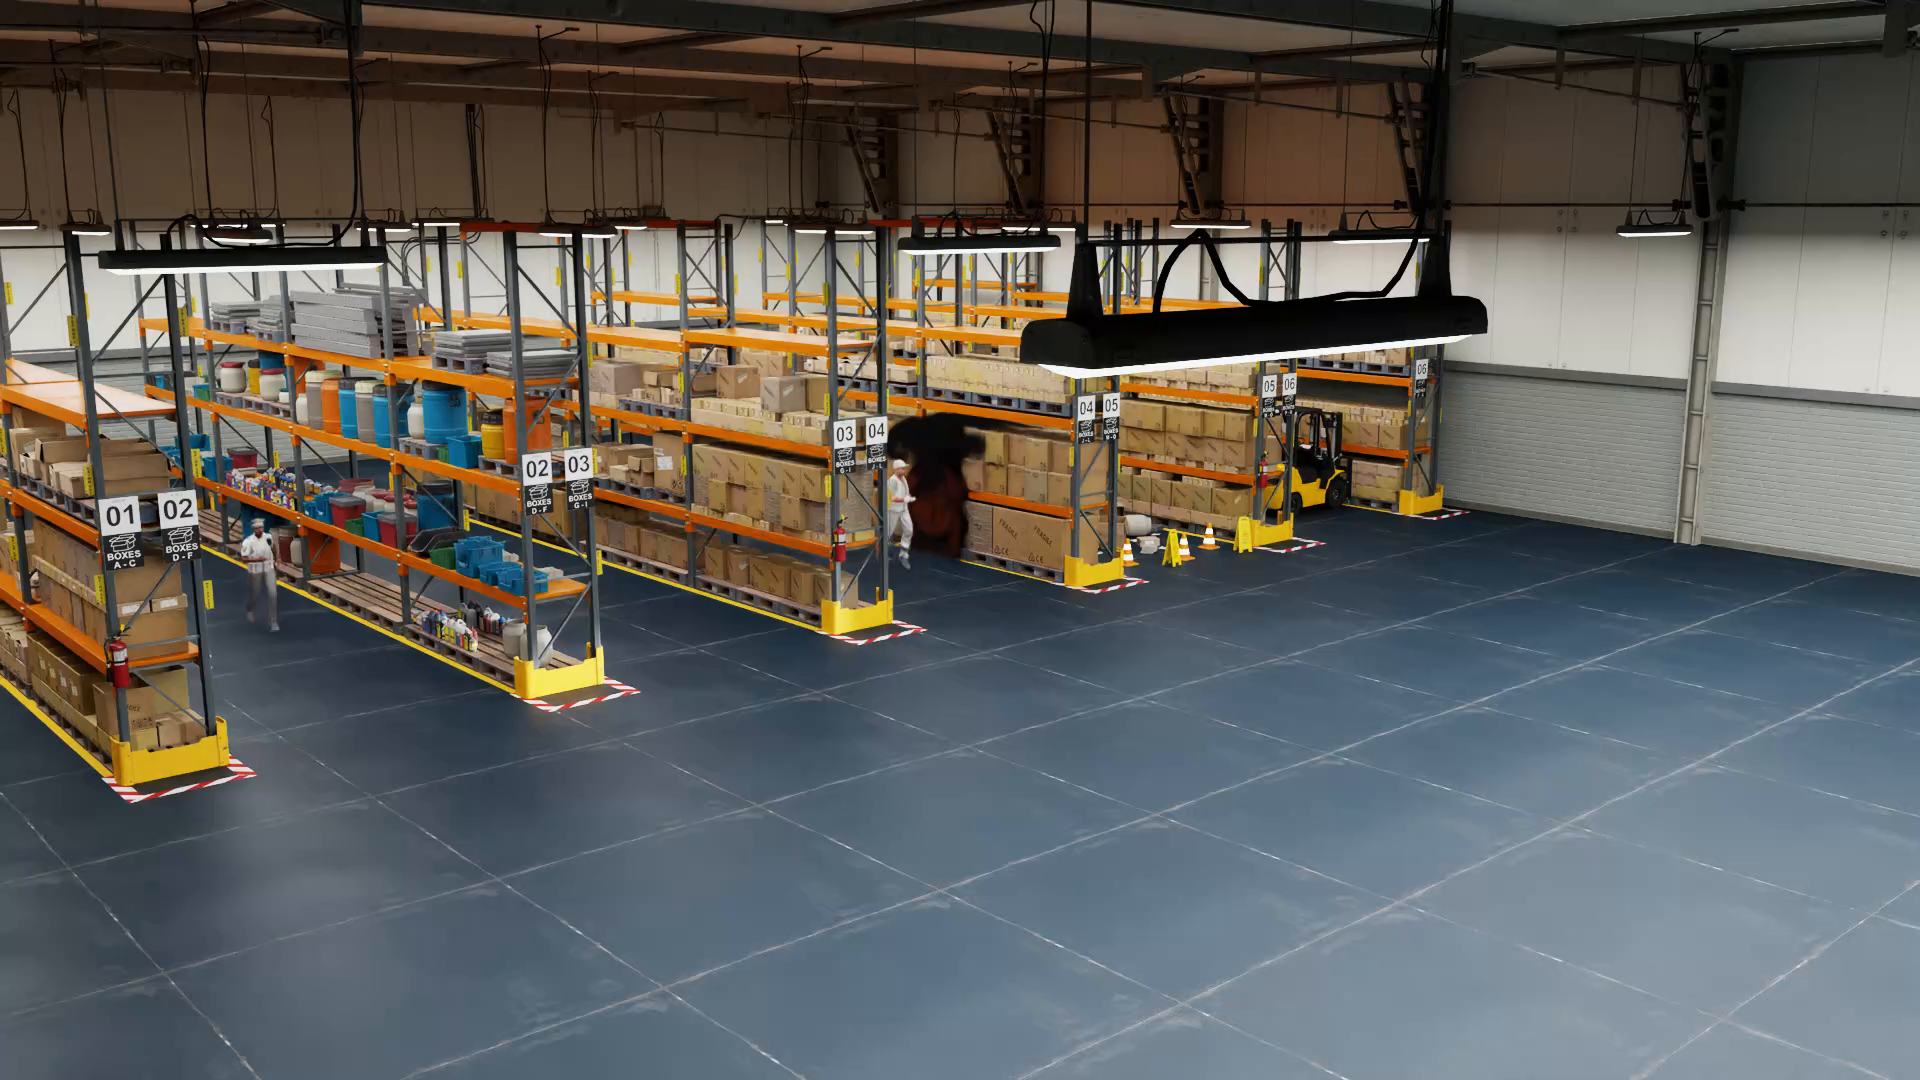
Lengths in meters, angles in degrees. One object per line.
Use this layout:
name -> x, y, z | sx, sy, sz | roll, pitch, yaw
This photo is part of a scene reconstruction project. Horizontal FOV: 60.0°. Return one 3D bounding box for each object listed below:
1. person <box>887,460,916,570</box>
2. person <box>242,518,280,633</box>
person -> -1.031, -0.431, 28.125 | 0.816, 1.885, 0.624 | 9, 14, 37
person -> -10.585, 0.495, 25.164 | 0.567, 1.740, 0.899 | -8, 14, -35
